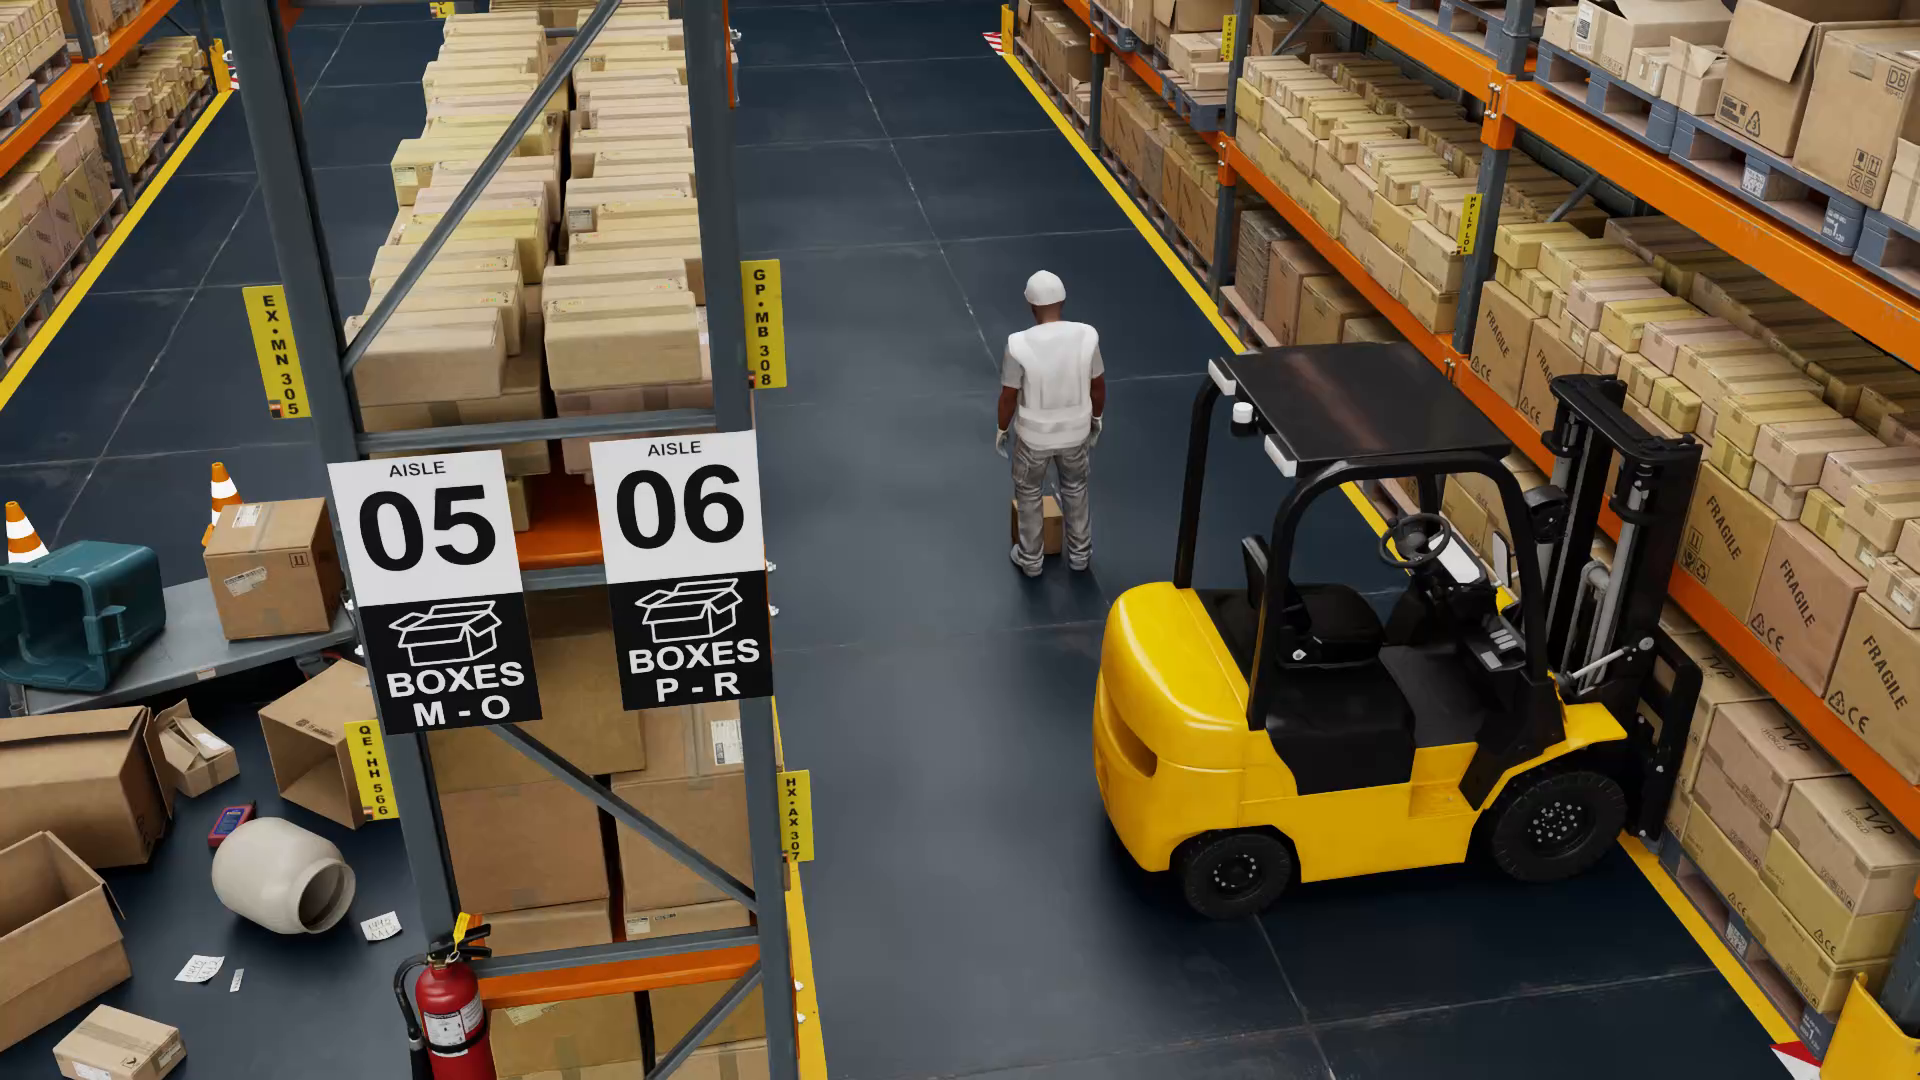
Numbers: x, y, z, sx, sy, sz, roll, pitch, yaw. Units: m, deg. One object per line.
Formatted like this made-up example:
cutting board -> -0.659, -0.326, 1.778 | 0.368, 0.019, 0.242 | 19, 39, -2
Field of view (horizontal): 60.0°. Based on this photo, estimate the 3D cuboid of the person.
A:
person -> 0.497, -0.622, 9.189 | 0.621, 1.773, 0.450 | -7, 31, -12
